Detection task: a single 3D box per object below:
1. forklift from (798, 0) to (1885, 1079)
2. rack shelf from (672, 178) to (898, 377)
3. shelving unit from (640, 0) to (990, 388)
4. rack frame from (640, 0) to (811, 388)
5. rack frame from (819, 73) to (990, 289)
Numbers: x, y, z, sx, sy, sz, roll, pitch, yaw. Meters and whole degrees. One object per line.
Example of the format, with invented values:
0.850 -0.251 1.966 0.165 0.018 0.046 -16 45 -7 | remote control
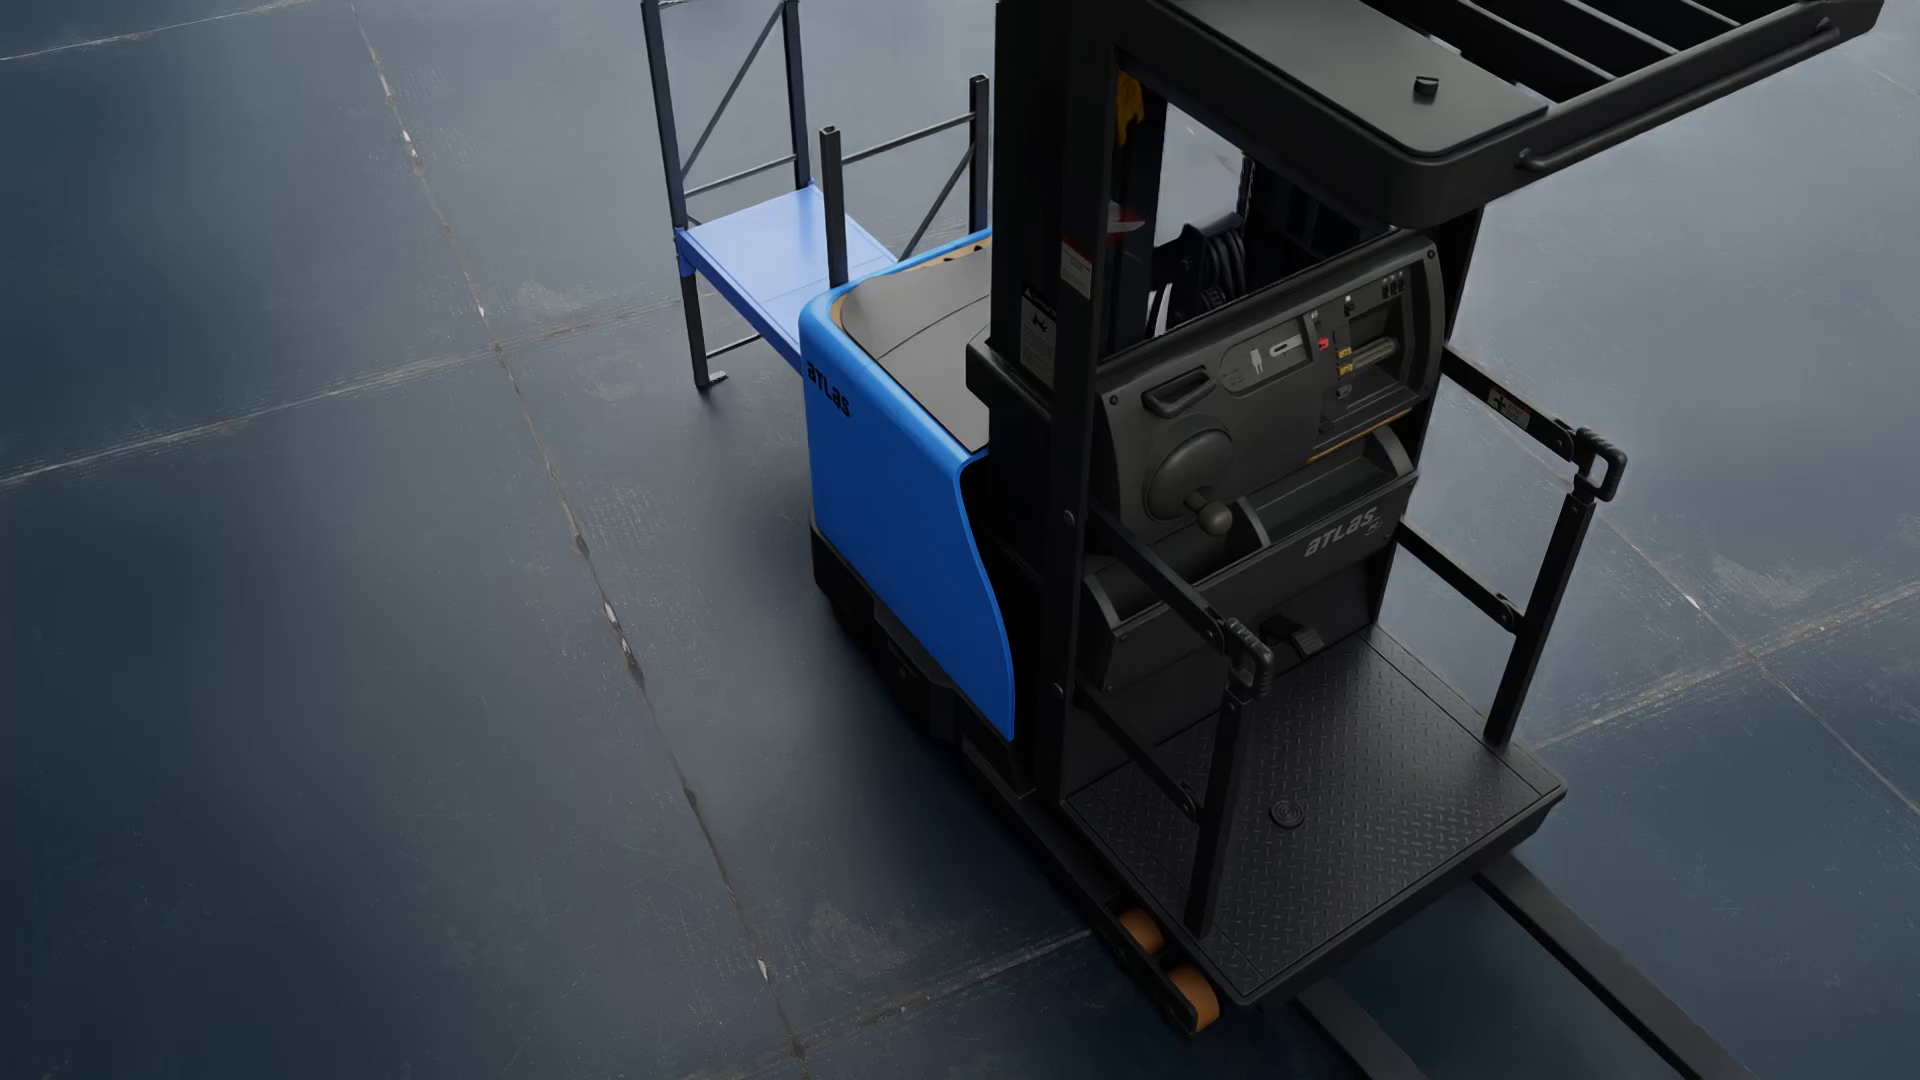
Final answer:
0.803 -0.240 3.407 1.130 2.935 3.031 -26 50 -24 | forklift
-0.424 -0.749 5.197 0.538 0.185 1.000 -26 50 -24 | rack shelf
-0.424 -0.877 5.071 0.538 1.500 1.048 -26 50 -24 | shelving unit
-0.711 -1.172 5.370 0.500 1.500 0.032 -26 50 -24 | rack frame
-0.137 -0.582 4.772 0.500 1.500 0.032 -26 50 -24 | rack frame
